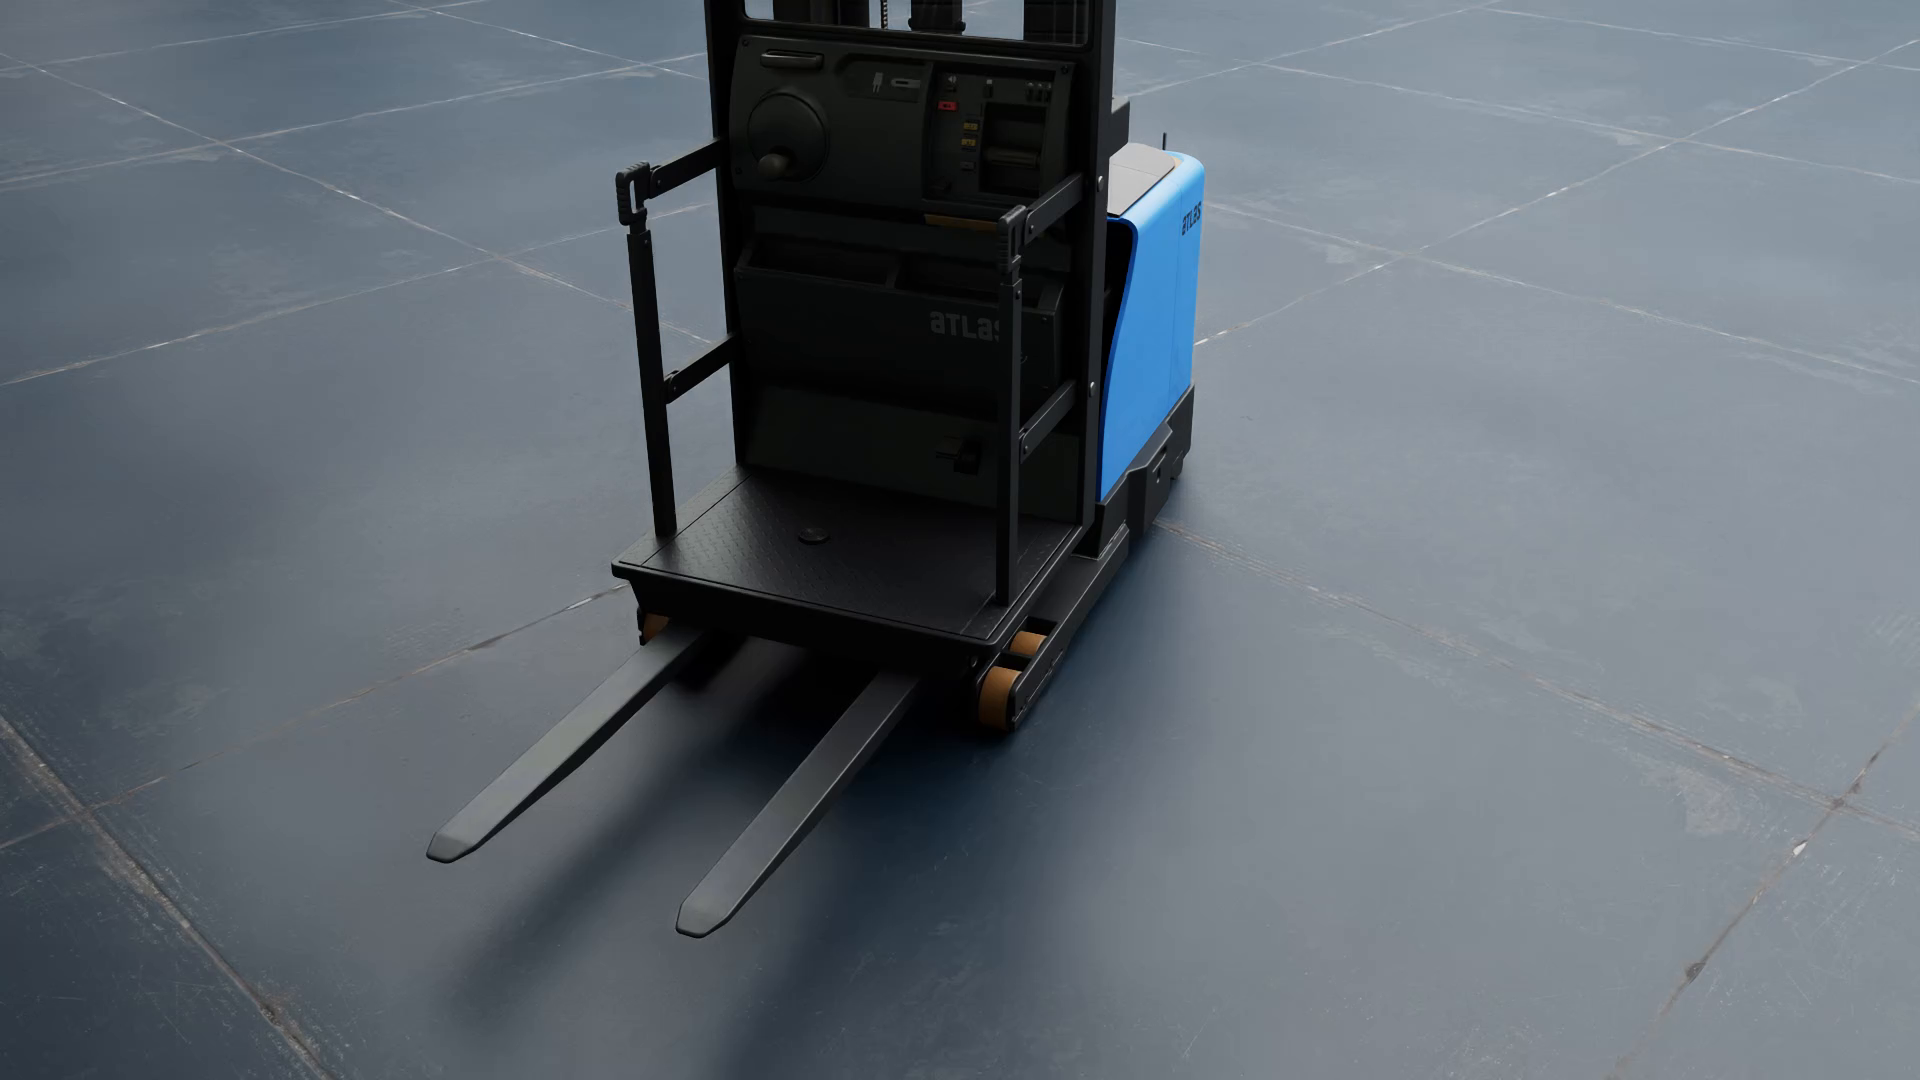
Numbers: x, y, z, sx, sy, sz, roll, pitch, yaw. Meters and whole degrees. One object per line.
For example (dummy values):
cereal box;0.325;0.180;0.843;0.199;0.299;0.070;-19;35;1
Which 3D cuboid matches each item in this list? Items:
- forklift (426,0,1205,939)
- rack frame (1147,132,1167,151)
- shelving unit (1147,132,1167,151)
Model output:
forklift;-0.241;-1.026;4.052;1.130;2.935;3.031;11;30;20
rack frame;0.655;-0.871;5.778;0.008;1.050;0.200;11;30;21
shelving unit;0.543;-0.894;5.821;0.252;1.050;0.215;11;30;21
